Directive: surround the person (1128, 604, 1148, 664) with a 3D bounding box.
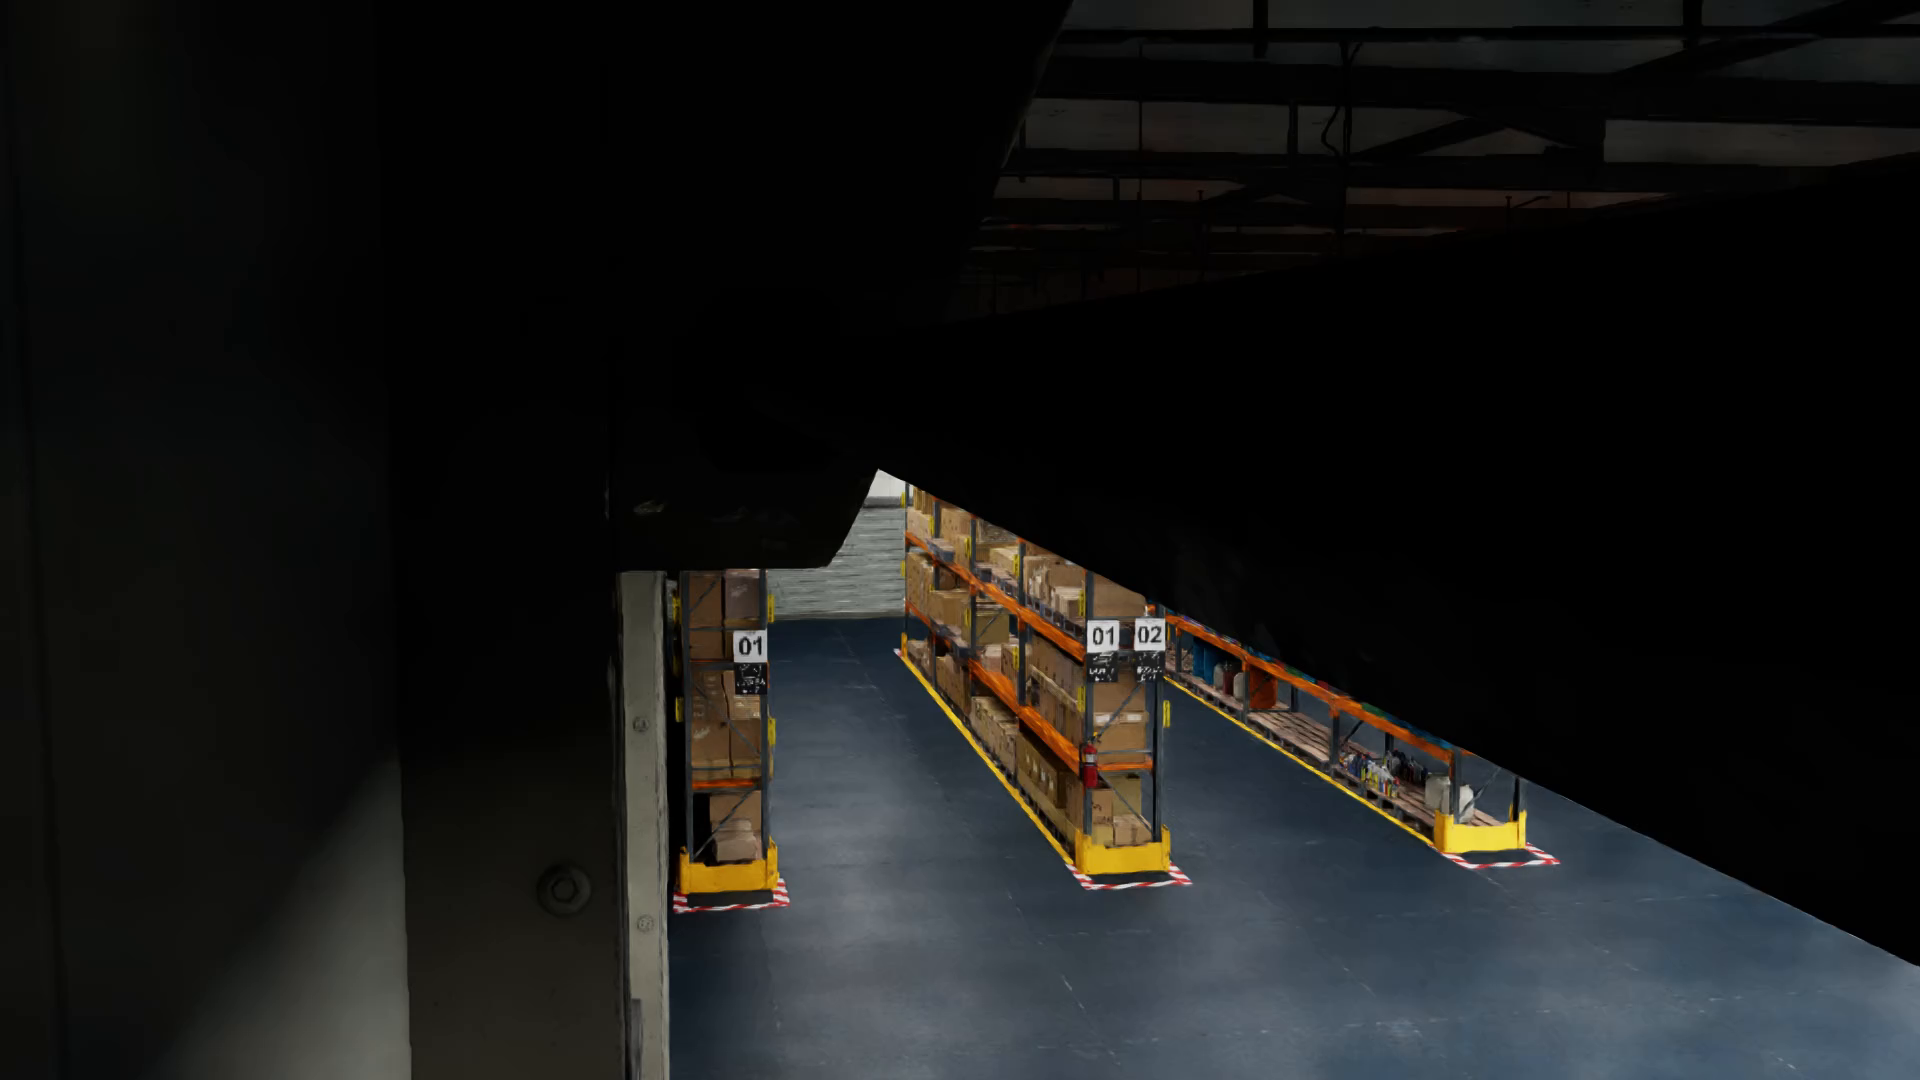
[{"bbox_3d":[3.780,1.869,35.228,0.509,1.619,0.946,1,6,11],"label":"person"}]
